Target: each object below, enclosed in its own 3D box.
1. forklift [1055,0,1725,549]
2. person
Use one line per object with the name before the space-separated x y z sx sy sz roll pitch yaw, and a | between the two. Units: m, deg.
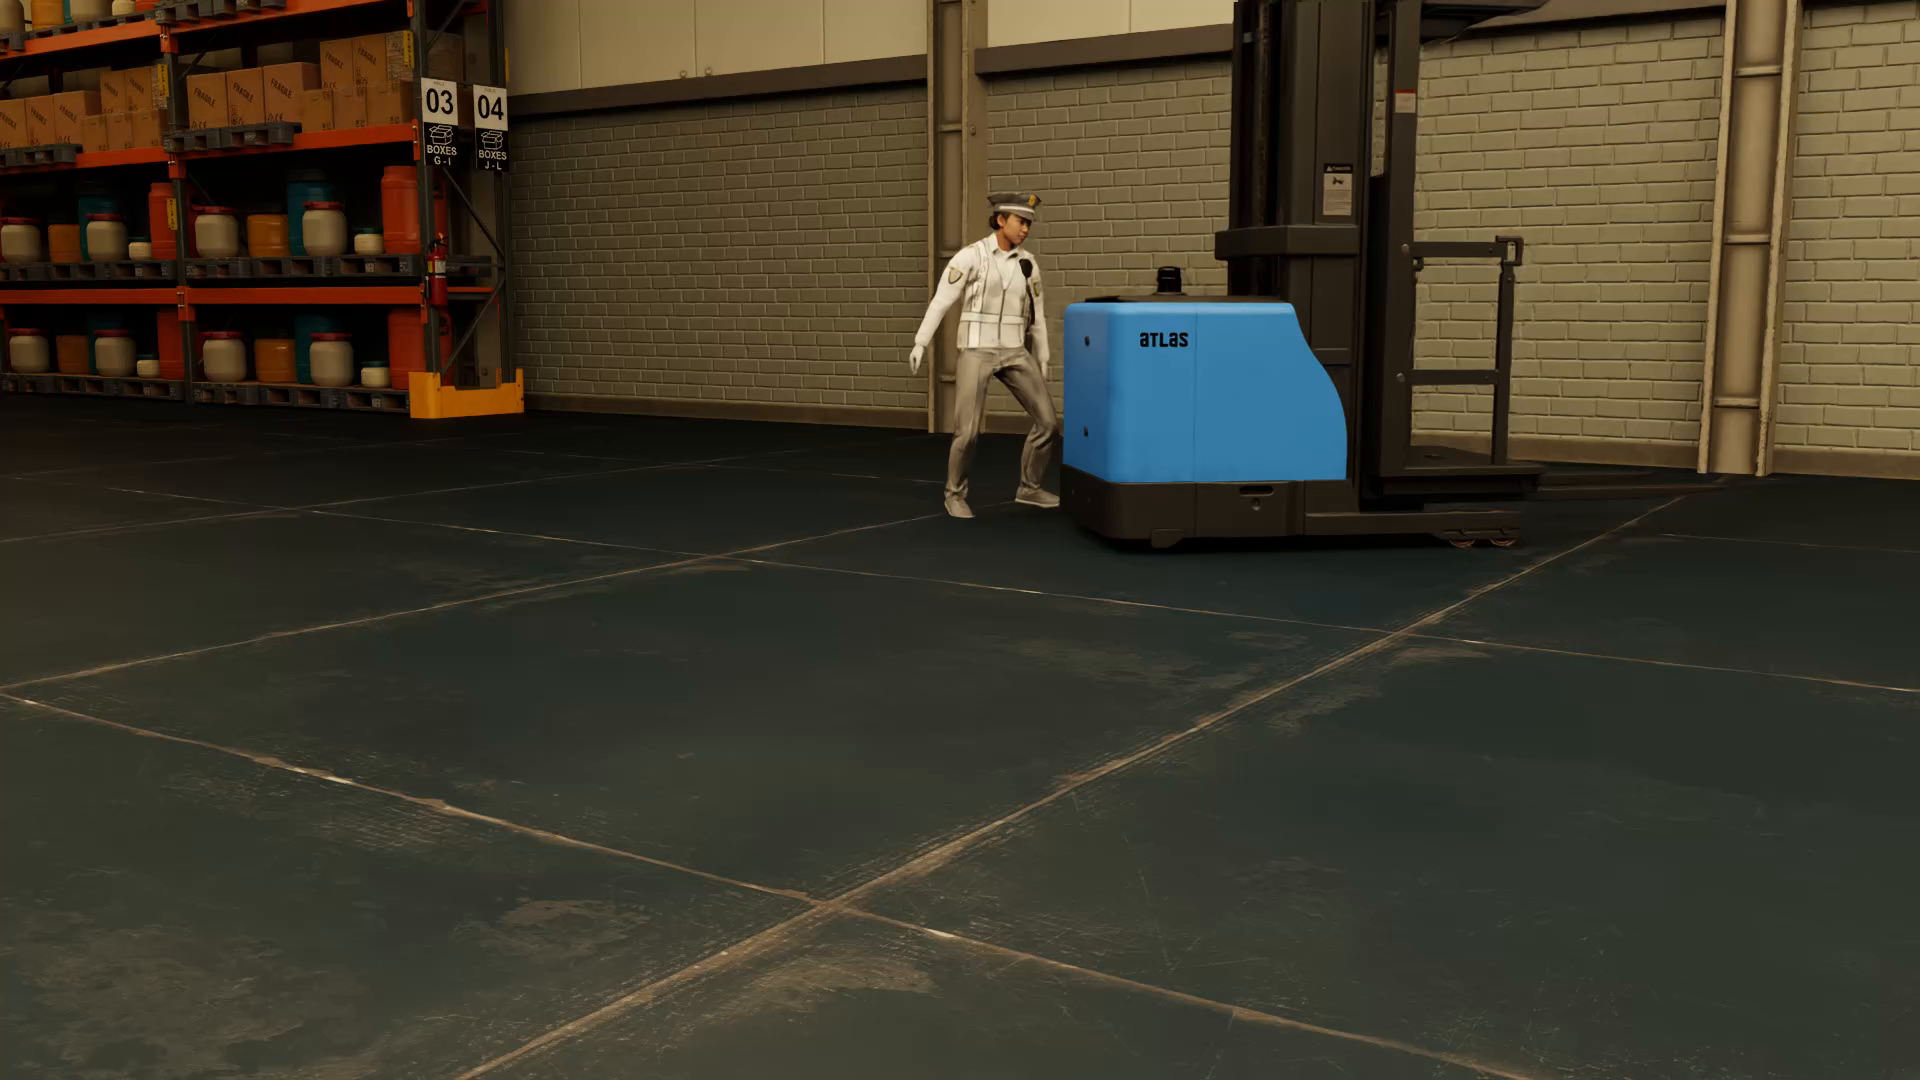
forklift | 2.021 -1.488 7.654 3.031 2.935 1.130 -1 8 -9
person | 0.147 -0.910 8.385 0.811 1.652 0.440 -2 8 -14
